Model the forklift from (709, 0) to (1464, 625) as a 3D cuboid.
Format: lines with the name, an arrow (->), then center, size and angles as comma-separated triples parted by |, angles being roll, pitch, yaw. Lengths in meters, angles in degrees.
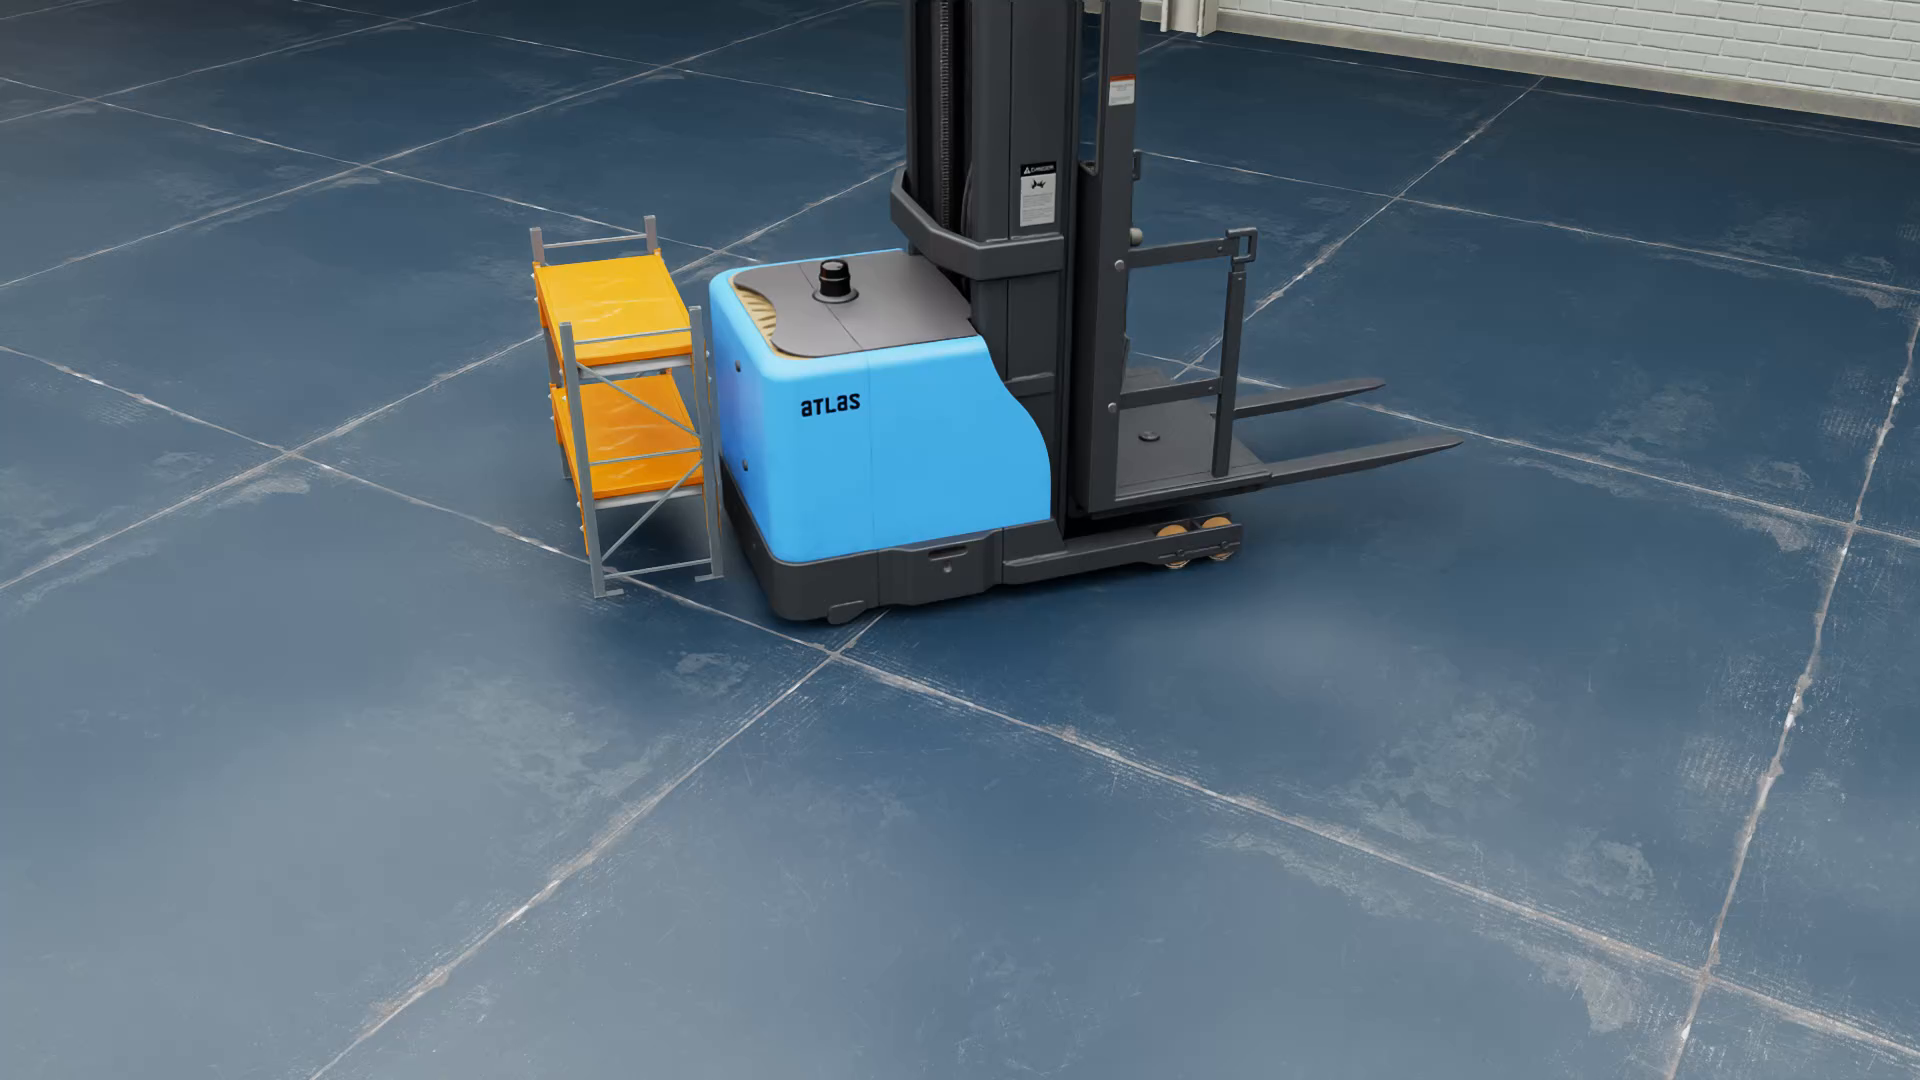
forklift -> 0.595, -1.396, 6.234 | 3.031, 2.935, 1.130 | -10, 32, -17

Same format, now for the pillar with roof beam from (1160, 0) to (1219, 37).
pillar with roof beam -> -0.331, -6.414, 8.814 | 0.400, 9.000, 9.100 | 18, 35, 27

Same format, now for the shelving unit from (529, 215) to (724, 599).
shelving unit -> -1.323, -0.551, 6.578 | 0.538, 1.125, 1.048 | -9, 32, -16

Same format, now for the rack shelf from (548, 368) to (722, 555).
rack shelf -> -1.323, -0.340, 6.701 | 0.538, 0.278, 1.000 | -9, 32, -16

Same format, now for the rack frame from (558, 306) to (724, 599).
rack frame -> -1.164, -0.307, 6.161 | 0.500, 1.125, 0.032 | -9, 32, -16

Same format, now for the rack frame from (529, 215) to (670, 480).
rack frame -> -1.482, -0.794, 6.995 | 0.500, 1.125, 0.032 | -9, 32, -16

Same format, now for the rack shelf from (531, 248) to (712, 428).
rack shelf -> -1.323, -0.804, 6.430 | 0.538, 0.278, 1.000 | -9, 32, -16
